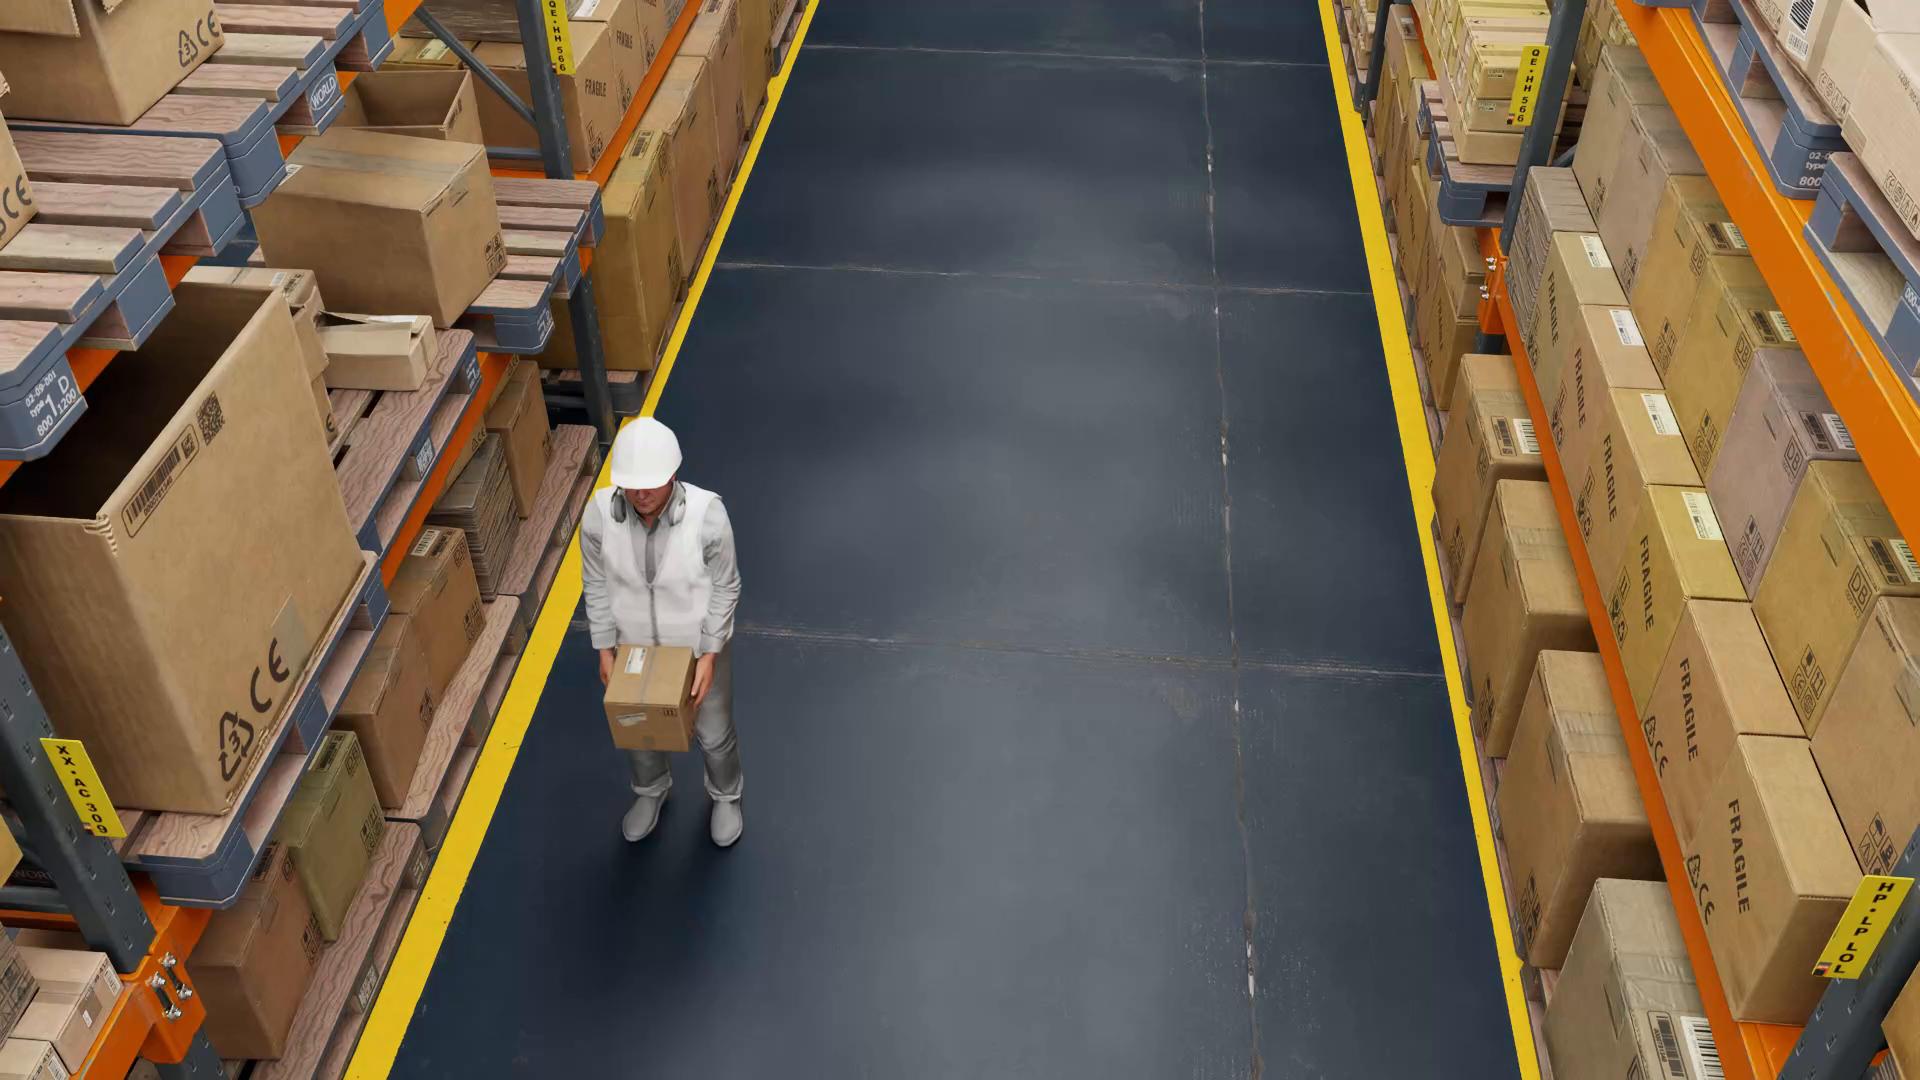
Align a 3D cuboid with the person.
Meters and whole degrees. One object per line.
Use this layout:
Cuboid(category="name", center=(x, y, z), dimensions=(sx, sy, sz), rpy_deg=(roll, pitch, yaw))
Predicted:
Cuboid(category="person", center=(-1.001, 0.353, 5.705), dimensions=(0.542, 1.780, 0.493), rpy_deg=(3, 40, 3))
